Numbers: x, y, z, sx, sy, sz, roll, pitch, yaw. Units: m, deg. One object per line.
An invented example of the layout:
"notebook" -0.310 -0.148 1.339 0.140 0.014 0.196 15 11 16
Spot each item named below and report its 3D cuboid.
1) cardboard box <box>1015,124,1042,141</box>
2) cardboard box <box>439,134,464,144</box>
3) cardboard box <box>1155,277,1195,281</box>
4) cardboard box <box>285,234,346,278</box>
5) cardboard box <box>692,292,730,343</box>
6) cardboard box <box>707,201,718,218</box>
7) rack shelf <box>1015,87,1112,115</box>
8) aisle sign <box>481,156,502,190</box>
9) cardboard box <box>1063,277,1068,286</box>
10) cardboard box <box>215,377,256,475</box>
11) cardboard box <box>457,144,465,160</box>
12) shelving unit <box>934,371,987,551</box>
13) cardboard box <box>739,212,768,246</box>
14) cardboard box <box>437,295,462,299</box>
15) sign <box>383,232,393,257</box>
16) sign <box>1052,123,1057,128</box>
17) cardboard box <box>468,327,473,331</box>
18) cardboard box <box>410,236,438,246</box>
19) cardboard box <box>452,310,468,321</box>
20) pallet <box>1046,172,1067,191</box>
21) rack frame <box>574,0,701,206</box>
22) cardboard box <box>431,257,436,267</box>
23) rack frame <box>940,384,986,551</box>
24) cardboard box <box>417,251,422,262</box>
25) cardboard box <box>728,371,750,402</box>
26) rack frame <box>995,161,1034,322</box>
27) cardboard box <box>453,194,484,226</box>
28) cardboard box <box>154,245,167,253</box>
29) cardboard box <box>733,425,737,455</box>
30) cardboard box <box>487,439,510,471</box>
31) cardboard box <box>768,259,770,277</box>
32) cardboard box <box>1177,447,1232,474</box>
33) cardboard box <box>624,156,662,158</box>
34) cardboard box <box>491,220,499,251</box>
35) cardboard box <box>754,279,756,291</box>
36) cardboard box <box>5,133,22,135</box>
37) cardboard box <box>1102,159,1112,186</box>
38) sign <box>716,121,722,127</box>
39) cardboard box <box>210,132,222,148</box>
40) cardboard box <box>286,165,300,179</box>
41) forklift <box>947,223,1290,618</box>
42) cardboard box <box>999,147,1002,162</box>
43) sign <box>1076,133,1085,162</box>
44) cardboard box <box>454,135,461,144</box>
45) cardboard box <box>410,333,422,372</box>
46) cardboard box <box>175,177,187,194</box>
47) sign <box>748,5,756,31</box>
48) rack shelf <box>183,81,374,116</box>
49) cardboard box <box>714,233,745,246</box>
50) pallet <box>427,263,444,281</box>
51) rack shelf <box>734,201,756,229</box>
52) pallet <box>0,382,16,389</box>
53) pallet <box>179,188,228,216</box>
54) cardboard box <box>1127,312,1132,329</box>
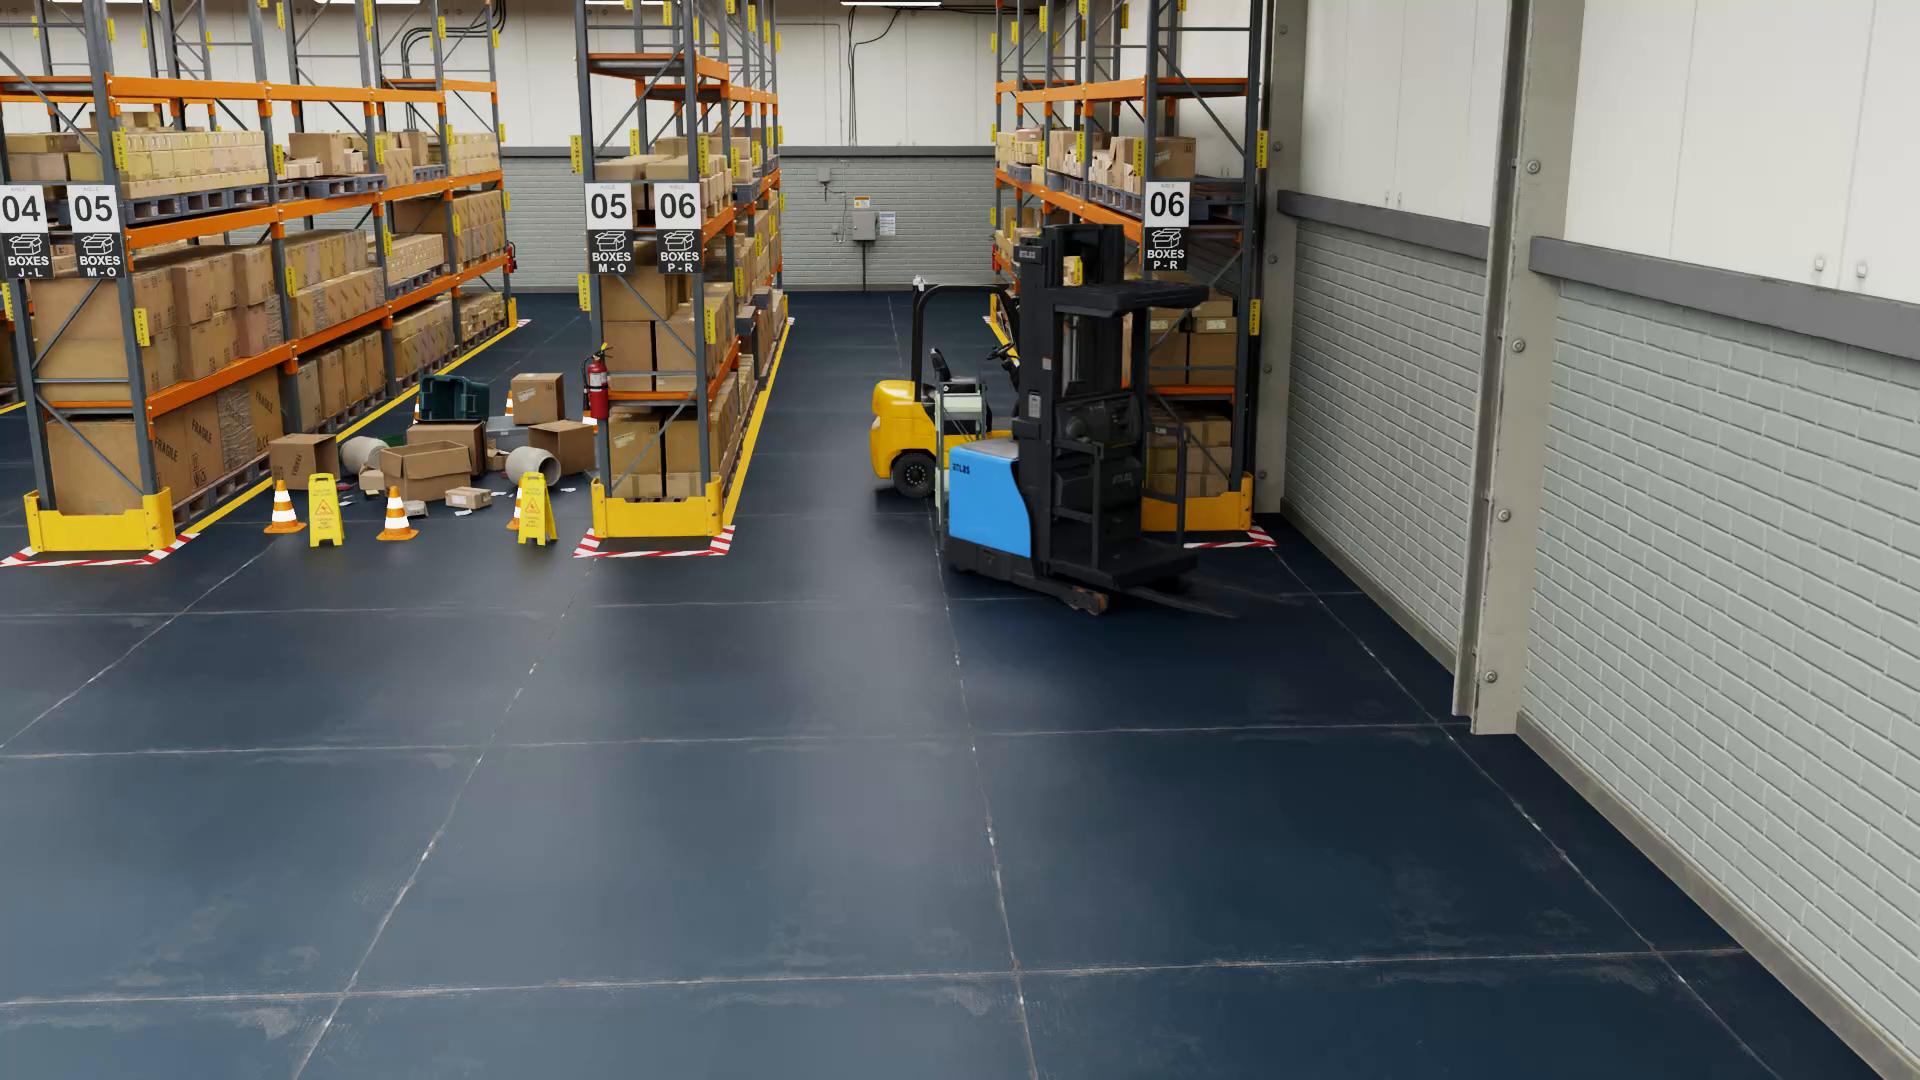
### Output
"cardboard box" 1.077 -6.415 26.177 0.396 0.266 0.258 -1 14 -4
"cardboard box" -8.321 -6.539 27.124 0.380 0.149 0.250 -1 14 -5
"cardboard box" 2.271 -2.691 17.591 0.380 0.149 0.250 -1 14 -4
"cardboard box" -8.149 -3.562 20.866 0.700 0.500 0.500 -1 14 -4
"cardboard box" -2.700 -2.330 17.488 0.500 0.500 0.500 0 14 -2
"cardboard box" -2.584 -3.246 16.330 0.380 0.149 0.250 -1 14 -3
"rack shelf" 1.531 -6.434 24.443 1.077 0.370 4.000 -1 14 -3
"aisle sign" -8.434 -6.666 29.920 0.394 0.787 0.004 -1 14 -3
"cardboard box" 1.552 -3.121 20.659 0.500 0.250 0.500 -1 14 -2
"cardboard box" -7.957 -1.192 17.285 0.875 0.875 0.875 -1 14 -3
"cardboard box" -8.298 -6.259 26.833 0.500 0.250 0.500 -1 14 -4
"shelving unit" 0.000 -0.725 15.057 0.431 1.500 0.755 -1 14 -3
"cardboard box" -3.230 -4.787 25.630 0.500 0.500 0.500 -1 14 -2
"cardboard box" -9.011 -4.228 29.346 0.380 0.149 0.250 -1 14 -4
"sign" -7.680 -3.964 22.314 0.100 0.325 0.005 -1 14 -3
"sign" 1.714 -7.448 30.381 0.100 0.325 0.005 -1 14 -3
"cardboard box" -8.267 -3.434 27.457 0.380 0.149 0.250 -1 14 -4
"cardboard box" -8.244 -4.595 25.557 0.380 0.149 0.250 -1 14 -5
"cardboard box" -8.254 -3.658 27.133 0.380 0.149 0.250 0 14 -1
"pallet" 1.786 -4.767 22.118 1.213 0.211 1.003 0 14 -1
"rack frame" -2.804 -4.412 14.337 1.000 3.000 0.127 -1 14 -3
"cardboard box" -8.229 -4.248 25.404 0.380 0.149 0.250 -1 14 -4
"rack frame" 0.023 -0.634 14.703 0.400 1.500 0.023 -1 14 -3
"cardboard box" -8.174 -4.191 24.584 0.380 0.149 0.250 -1 14 -3
"cardboard box" -3.179 -1.914 21.099 0.950 0.372 0.625 0 14 -2
"rack frame" 1.159 -5.563 30.851 1.000 3.000 0.127 -1 14 -3
"cardboard box" -8.344 -5.564 28.051 0.500 0.500 0.500 -1 14 -5
"cardboard box" -13.232 -4.654 27.021 0.500 0.250 0.500 -1 14 -4
"cardboard box" -2.704 -1.098 18.171 0.500 0.250 0.500 -1 14 -5
"cardboard box" -5.143 -0.941 18.375 0.258 0.266 0.396 -13 20 -42
"cardboard box" -3.268 -4.310 26.284 0.500 0.250 0.500 -1 14 -5
"cardboard box" 2.328 -0.818 16.081 0.500 0.250 0.500 -1 14 -2
"cardboard box" -3.316 -3.939 17.424 0.380 0.149 0.250 -1 14 -4
"cardboard box" -8.418 -5.340 29.188 0.500 0.500 0.500 -1 14 -4
"cardboard box" -2.895 -3.372 21.998 0.380 0.149 0.250 -1 14 -4
"cardboard box" -13.441 -5.411 23.198 0.500 0.500 0.500 0 14 0
"cardboard box" 1.691 -3.844 17.377 0.396 0.266 0.258 -1 14 -5
"sign" -4.349 -7.393 30.030 0.100 0.325 0.005 -1 14 -3
"cardboard box" -7.568 -3.969 16.495 0.380 0.149 0.250 -1 14 -4
"cardboard box" -7.802 -4.244 19.166 0.250 0.149 0.380 -1 14 -3
"forklift" 1.247 -0.975 13.157 1.130 2.935 3.031 -13 19 -40
"cardboard box" 0.966 -6.846 29.524 0.500 0.250 0.500 -1 14 -2
"sign" 1.361 -4.423 18.733 0.100 0.325 0.005 -1 14 -3
"cardboard box" -8.284 -6.475 26.876 0.380 0.149 0.250 -1 14 -5
"cardboard box" -8.058 -2.692 23.866 0.500 0.500 0.500 -1 14 -3
"cardboard box" -7.502 -3.329 15.609 0.380 0.149 0.250 -1 14 -3
"sign" -2.758 -6.903 21.985 0.100 0.325 0.005 -1 14 -3
"rack shelf" -8.110 -5.260 19.881 1.077 0.370 4.000 -1 14 -3
"cardboard box" -2.917 -3.803 21.070 0.380 0.149 0.250 -2 15 -6
"pallet" -8.579 -4.104 25.565 1.003 0.211 1.213 -1 14 -3
"rack shelf" -3.176 -4.103 20.600 1.077 0.370 4.000 -1 14 -3
"pallet" -13.164 -2.190 23.336 1.003 0.211 1.213 -1 14 -3
"pallet" -7.873 -3.303 16.225 1.003 0.211 1.213 -1 14 -3
"cardboard box" 1.804 -2.091 15.856 0.380 0.149 0.250 -1 14 -3
